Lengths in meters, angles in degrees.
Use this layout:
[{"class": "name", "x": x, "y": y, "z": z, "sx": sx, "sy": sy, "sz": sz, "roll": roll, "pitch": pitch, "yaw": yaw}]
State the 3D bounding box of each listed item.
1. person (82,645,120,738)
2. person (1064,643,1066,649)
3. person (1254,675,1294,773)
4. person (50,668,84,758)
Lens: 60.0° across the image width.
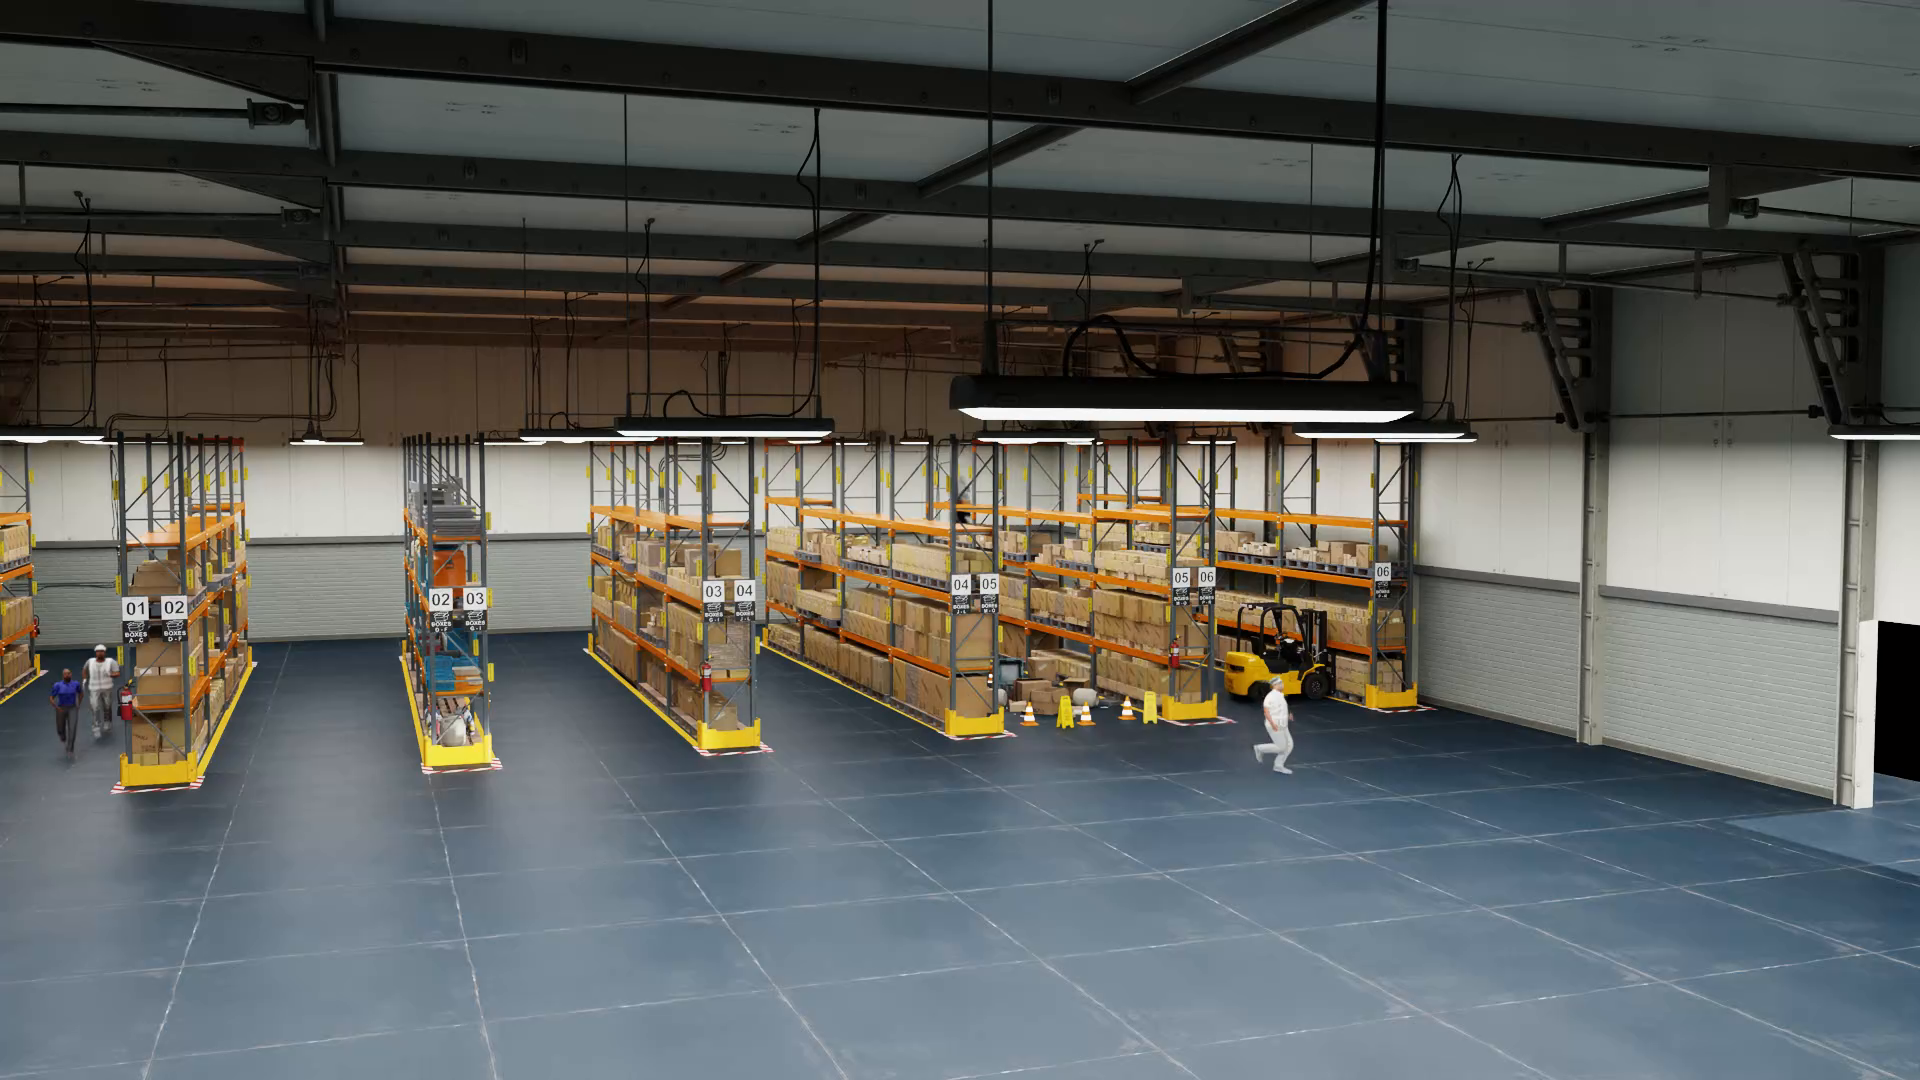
[{"class": "person", "x": -17.055, "y": 2.970, "z": 33.023, "sx": 0.676, "sy": 1.790, "sz": 0.964, "roll": -2, "pitch": 3, "yaw": -25}, {"class": "person", "x": 2.644, "y": 2.301, "z": 46.032, "sx": 0.599, "sy": 1.643, "sz": 0.861, "roll": -1, "pitch": 3, "yaw": -22}, {"class": "person", "x": 5.548, "y": 3.236, "z": 29.332, "sx": 0.633, "sy": 1.727, "sz": 0.667, "roll": 2, "pitch": 4, "yaw": 28}, {"class": "person", "x": -16.685, "y": 3.215, "z": 31.077, "sx": 0.557, "sy": 1.643, "sz": 0.962, "roll": -2, "pitch": 4, "yaw": -28}]
